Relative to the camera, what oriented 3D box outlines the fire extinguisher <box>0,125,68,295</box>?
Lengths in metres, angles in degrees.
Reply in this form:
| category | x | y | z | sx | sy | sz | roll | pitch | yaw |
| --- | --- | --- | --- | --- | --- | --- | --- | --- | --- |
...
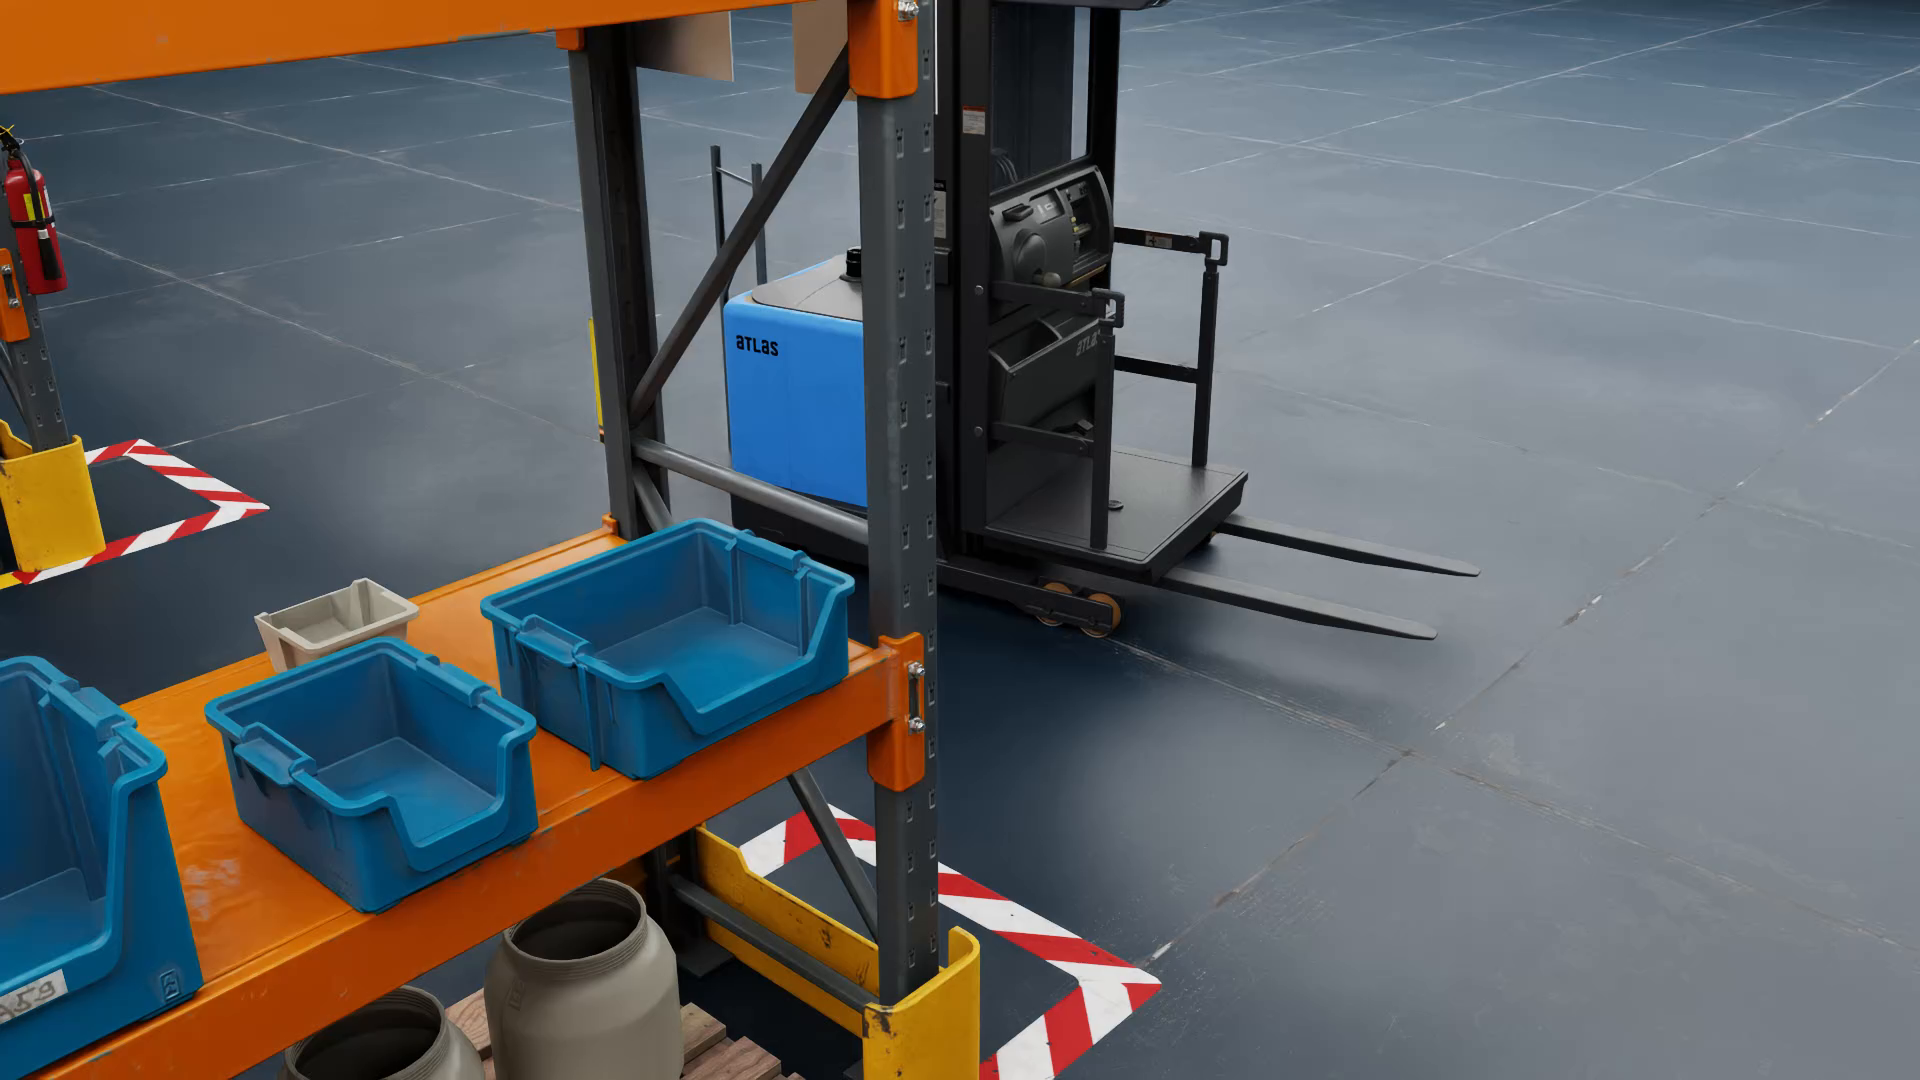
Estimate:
| category | x | y | z | sx | sy | sz | roll | pitch | yaw |
| --- | --- | --- | --- | --- | --- | --- | --- | --- | --- |
| fire extinguisher | -3.730 | -1.329 | 6.643 | 0.296 | 0.674 | 0.183 | 20 | 31 | 38 |

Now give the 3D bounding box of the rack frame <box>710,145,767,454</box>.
| category | x | y | z | sx | sy | sz | roll | pitch | yaw |
| --- | --- | --- | --- | --- | --- | --- | --- | --- | --- |
| rack frame | -1.004 | -1.039 | 7.734 | 0.032 | 1.500 | 0.500 | -14 | 28 | -28 |

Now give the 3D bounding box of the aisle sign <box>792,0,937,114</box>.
| category | x | y | z | sx | sy | sz | roll | pitch | yaw |
| --- | --- | --- | --- | --- | --- | --- | --- | --- | --- |
| aisle sign | -0.192 | -1.230 | 3.150 | 0.394 | 0.787 | 0.004 | 20 | 31 | 38 |

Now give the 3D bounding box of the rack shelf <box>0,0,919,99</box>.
| category | x | y | z | sx | sy | sz | roll | pitch | yaw |
| --- | --- | --- | --- | --- | --- | --- | --- | --- | --- |
| rack shelf | -1.796 | -0.534 | 1.988 | 1.077 | 0.370 | 4.000 | 20 | 31 | 38 |

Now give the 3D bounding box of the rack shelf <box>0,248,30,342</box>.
| category | x | y | z | sx | sy | sz | roll | pitch | yaw |
| --- | --- | --- | --- | --- | --- | --- | --- | --- | --- |
| rack shelf | -5.484 | -0.518 | 5.618 | 1.077 | 0.370 | 4.000 | 20 | 31 | 38 |

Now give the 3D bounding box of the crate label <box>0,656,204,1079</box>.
| category | x | y | z | sx | sy | sz | roll | pitch | yaw |
| --- | --- | --- | --- | --- | --- | --- | --- | --- | --- |
| crate label | -1.488 | 0.515 | 2.391 | 0.502 | 0.435 | 0.616 | 20 | 31 | 38 |

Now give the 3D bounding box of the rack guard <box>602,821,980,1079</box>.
| category | x | y | z | sx | sy | sz | roll | pitch | yaw |
| --- | --- | --- | --- | --- | --- | --- | --- | --- | --- |
| rack guard | -0.476 | 1.073 | 4.245 | 1.175 | 0.500 | 0.348 | 20 | 31 | 38 |

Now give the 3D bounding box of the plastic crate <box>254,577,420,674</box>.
| category | x | y | z | sx | sy | sz | roll | pitch | yaw |
| --- | --- | --- | --- | --- | --- | --- | --- | --- | --- |
| plastic crate | -1.298 | 0.202 | 3.456 | 0.298 | 0.136 | 0.250 | 20 | 31 | 38 |

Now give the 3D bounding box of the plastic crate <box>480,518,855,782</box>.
| category | x | y | z | sx | sy | sz | roll | pitch | yaw |
| --- | --- | --- | --- | --- | --- | --- | --- | --- | --- |
| plastic crate | -0.572 | 0.199 | 3.322 | 0.499 | 0.251 | 0.616 | 20 | 31 | 38 |

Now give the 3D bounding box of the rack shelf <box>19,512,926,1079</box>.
| category | x | y | z | sx | sy | sz | roll | pitch | yaw |
| --- | --- | --- | --- | --- | --- | --- | --- | --- | --- |
| rack shelf | -1.796 | 0.834 | 2.602 | 1.077 | 0.370 | 4.000 | 20 | 31 | 38 |

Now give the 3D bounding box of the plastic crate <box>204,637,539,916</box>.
| category | x | y | z | sx | sy | sz | roll | pitch | yaw |
| --- | --- | --- | --- | --- | --- | --- | --- | --- | --- |
| plastic crate | -1.010 | 0.395 | 2.884 | 0.499 | 0.251 | 0.408 | 20 | 31 | 38 |

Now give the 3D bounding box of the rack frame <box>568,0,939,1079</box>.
| category | x | y | z | sx | sy | sz | roll | pitch | yaw |
| --- | --- | --- | --- | --- | --- | --- | --- | --- | --- |
| rack frame | -0.461 | -0.103 | 3.814 | 1.000 | 3.000 | 0.127 | 20 | 31 | 38 |

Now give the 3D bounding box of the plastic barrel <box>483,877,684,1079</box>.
| category | x | y | z | sx | sy | sz | roll | pitch | yaw |
| --- | --- | --- | --- | --- | --- | --- | --- | --- | --- |
| plastic barrel | -0.843 | 1.062 | 3.743 | 0.421 | 0.512 | 0.421 | 0 | 24 | 0 |

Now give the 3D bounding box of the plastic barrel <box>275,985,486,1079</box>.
| category | x | y | z | sx | sy | sz | roll | pitch | yaw |
| --- | --- | --- | --- | --- | --- | --- | --- | --- | --- |
| plastic barrel | -1.178 | 1.215 | 3.402 | 0.421 | 0.512 | 0.421 | 0 | 24 | 0 |

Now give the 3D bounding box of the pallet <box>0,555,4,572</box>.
| category | x | y | z | sx | sy | sz | roll | pitch | yaw |
| --- | --- | --- | --- | --- | --- | --- | --- | --- | --- |
| pallet | -4.768 | 0.078 | 6.818 | 1.003 | 0.211 | 1.213 | 20 | 31 | 38 |

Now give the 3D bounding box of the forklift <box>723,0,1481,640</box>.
| category | x | y | z | sx | sy | sz | roll | pitch | yaw |
| --- | --- | --- | --- | --- | --- | --- | --- | --- | --- |
| forklift | 0.542 | -1.209 | 6.364 | 3.031 | 2.935 | 1.130 | 13 | 27 | 27 |

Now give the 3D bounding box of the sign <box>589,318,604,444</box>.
| category | x | y | z | sx | sy | sz | roll | pitch | yaw |
| --- | --- | --- | --- | --- | --- | --- | --- | --- | --- |
| sign | -0.868 | -0.381 | 4.095 | 0.100 | 0.325 | 0.005 | 20 | 31 | 38 |

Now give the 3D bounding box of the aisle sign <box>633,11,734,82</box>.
| category | x | y | z | sx | sy | sz | roll | pitch | yaw |
| --- | --- | --- | --- | --- | --- | --- | --- | --- | --- |
| aisle sign | -0.631 | -1.391 | 3.509 | 0.394 | 0.787 | 0.004 | 20 | 31 | 38 |

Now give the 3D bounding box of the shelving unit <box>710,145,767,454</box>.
| category | x | y | z | sx | sy | sz | roll | pitch | yaw |
| --- | --- | --- | --- | --- | --- | --- | --- | --- | --- |
| shelving unit | -0.567 | -1.145 | 7.971 | 1.048 | 1.500 | 0.538 | -14 | 28 | -28 |

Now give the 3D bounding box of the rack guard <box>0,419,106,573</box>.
| category | x | y | z | sx | sy | sz | roll | pitch | yaw |
| --- | --- | --- | --- | --- | --- | --- | --- | --- | --- |
| rack guard | -4.200 | -0.292 | 7.290 | 1.175 | 0.500 | 0.348 | 20 | 31 | 38 |

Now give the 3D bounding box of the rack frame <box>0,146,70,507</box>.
| category | x | y | z | sx | sy | sz | roll | pitch | yaw |
| --- | --- | --- | --- | --- | --- | --- | --- | --- | --- |
| rack frame | -4.149 | -1.456 | 6.830 | 1.000 | 3.000 | 0.127 | 20 | 31 | 38 |

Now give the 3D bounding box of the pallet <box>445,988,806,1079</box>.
| category | x | y | z | sx | sy | sz | roll | pitch | yaw |
| --- | --- | --- | --- | --- | --- | --- | --- | --- | --- |
| pallet | -1.023 | 1.451 | 3.755 | 1.003 | 0.211 | 1.213 | 20 | 31 | 38 |
